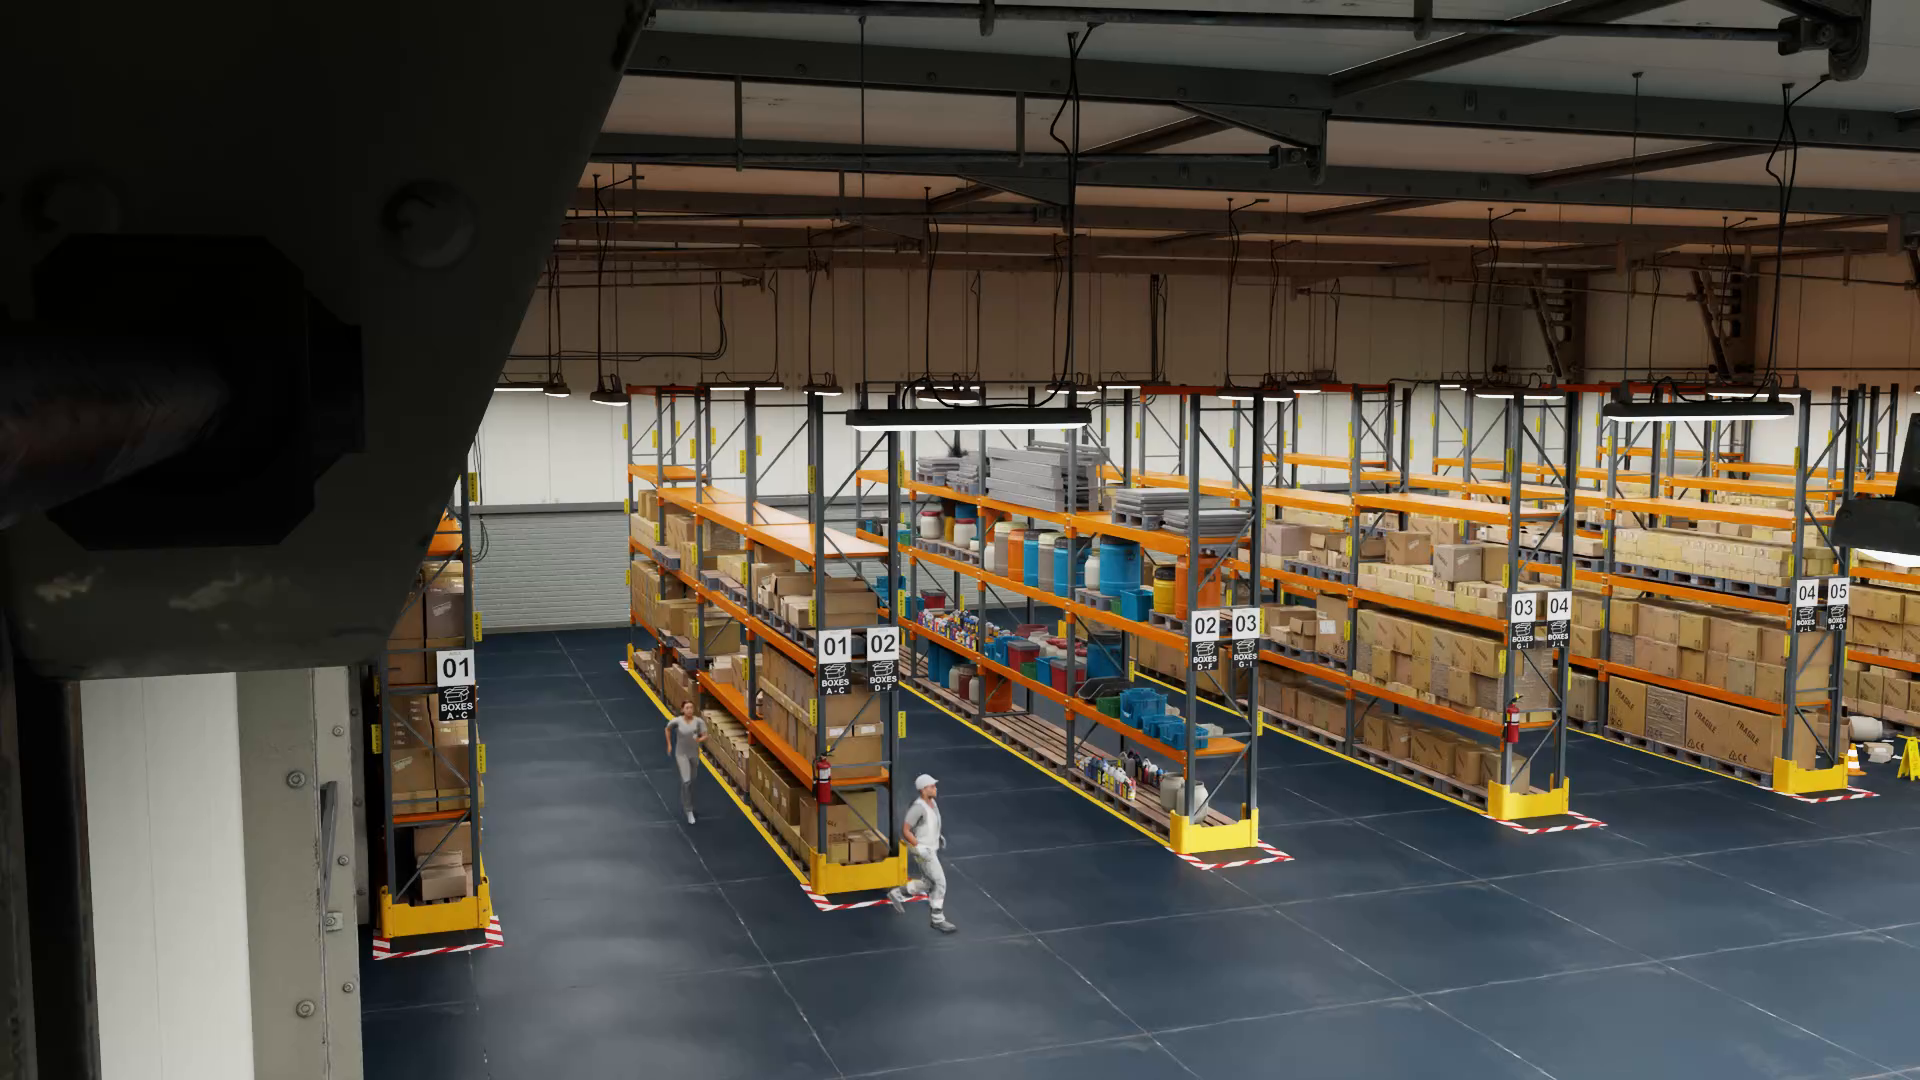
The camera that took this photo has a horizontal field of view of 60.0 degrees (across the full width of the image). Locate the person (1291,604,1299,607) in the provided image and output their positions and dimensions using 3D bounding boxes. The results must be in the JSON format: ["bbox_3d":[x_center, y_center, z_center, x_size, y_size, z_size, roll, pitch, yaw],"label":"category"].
[{"bbox_3d":[6.719,2.102,33.350,0.503,1.601,0.672,-4,7,-33],"label":"person"}]

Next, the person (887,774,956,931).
[{"bbox_3d":[-0.444,3.519,18.843,0.843,1.762,0.684,1,6,14],"label":"person"}]

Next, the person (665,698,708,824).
[{"bbox_3d":[-3.843,3.070,23.444,0.535,1.715,0.856,-3,7,-25],"label":"person"}]

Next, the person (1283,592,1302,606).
[{"bbox_3d":[8.292,1.164,41.602,0.779,1.851,0.616,-2,6,-17],"label":"person"}]
